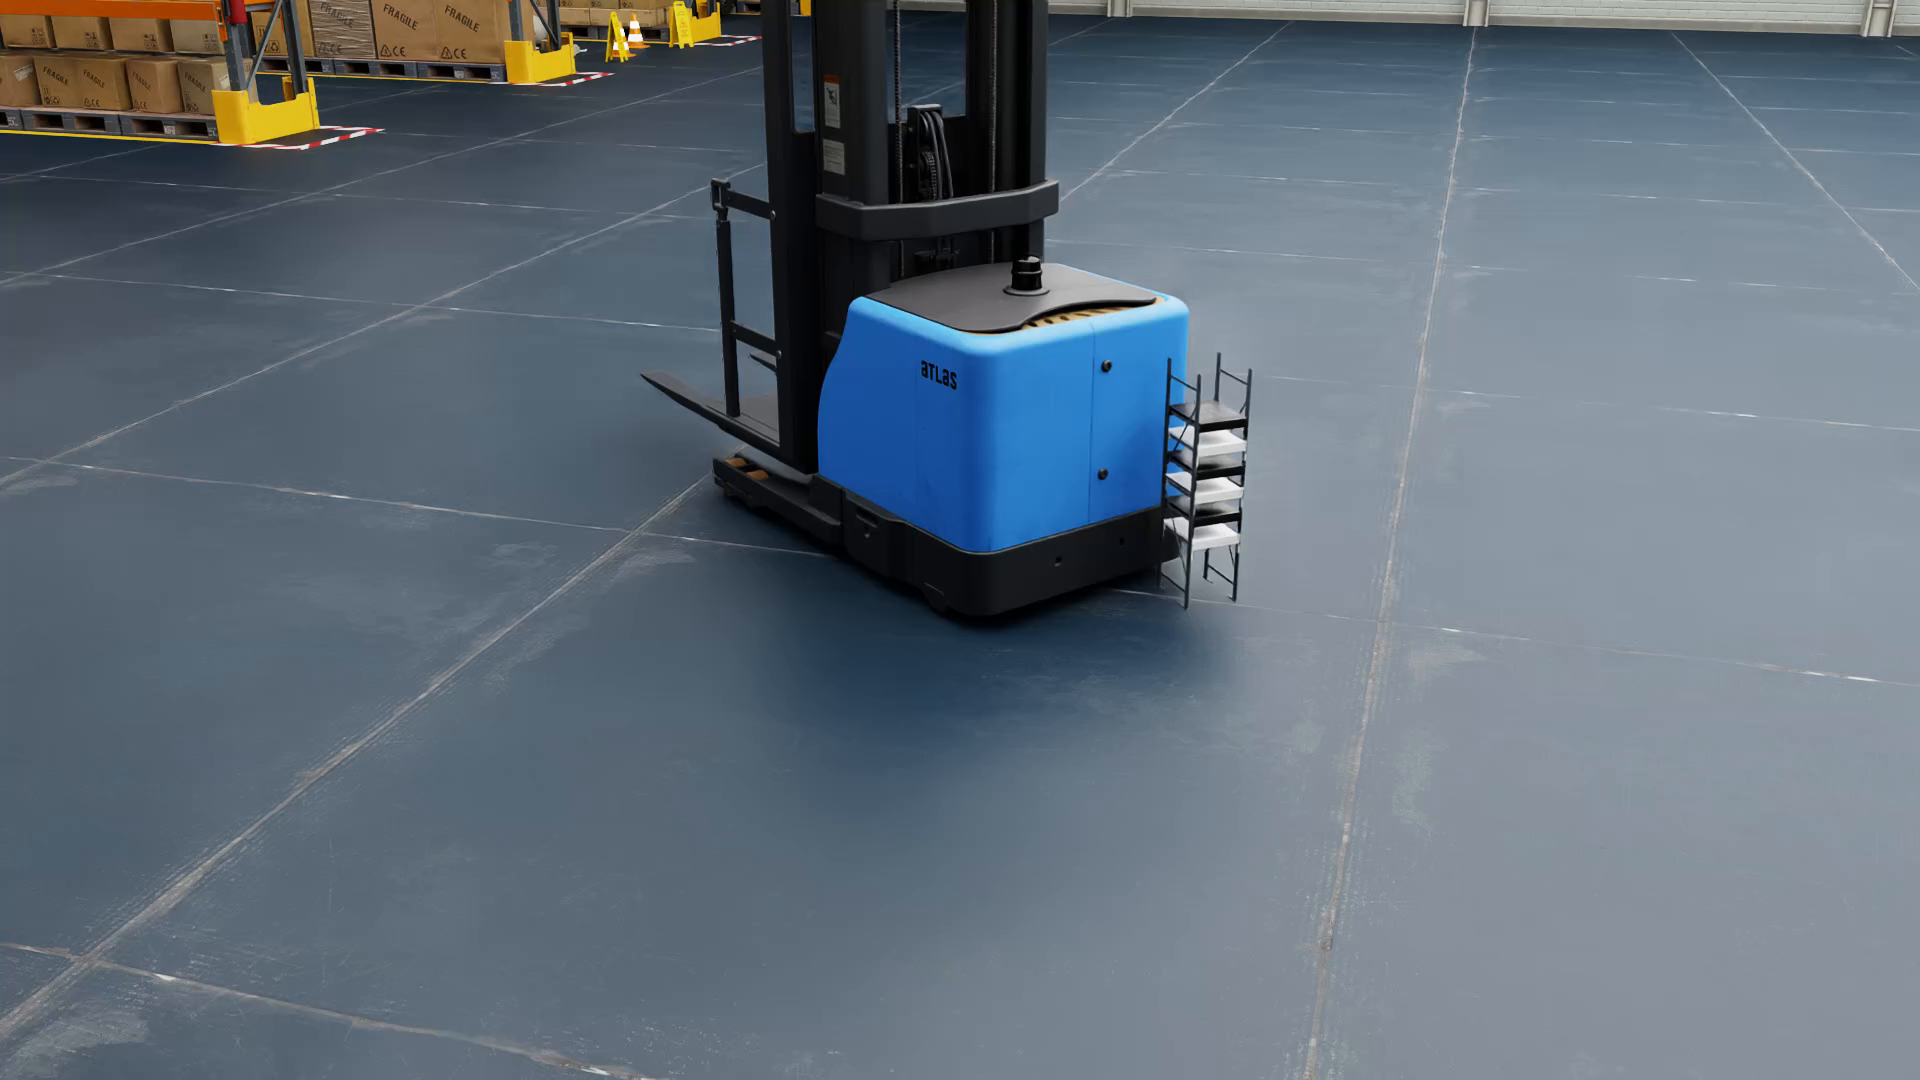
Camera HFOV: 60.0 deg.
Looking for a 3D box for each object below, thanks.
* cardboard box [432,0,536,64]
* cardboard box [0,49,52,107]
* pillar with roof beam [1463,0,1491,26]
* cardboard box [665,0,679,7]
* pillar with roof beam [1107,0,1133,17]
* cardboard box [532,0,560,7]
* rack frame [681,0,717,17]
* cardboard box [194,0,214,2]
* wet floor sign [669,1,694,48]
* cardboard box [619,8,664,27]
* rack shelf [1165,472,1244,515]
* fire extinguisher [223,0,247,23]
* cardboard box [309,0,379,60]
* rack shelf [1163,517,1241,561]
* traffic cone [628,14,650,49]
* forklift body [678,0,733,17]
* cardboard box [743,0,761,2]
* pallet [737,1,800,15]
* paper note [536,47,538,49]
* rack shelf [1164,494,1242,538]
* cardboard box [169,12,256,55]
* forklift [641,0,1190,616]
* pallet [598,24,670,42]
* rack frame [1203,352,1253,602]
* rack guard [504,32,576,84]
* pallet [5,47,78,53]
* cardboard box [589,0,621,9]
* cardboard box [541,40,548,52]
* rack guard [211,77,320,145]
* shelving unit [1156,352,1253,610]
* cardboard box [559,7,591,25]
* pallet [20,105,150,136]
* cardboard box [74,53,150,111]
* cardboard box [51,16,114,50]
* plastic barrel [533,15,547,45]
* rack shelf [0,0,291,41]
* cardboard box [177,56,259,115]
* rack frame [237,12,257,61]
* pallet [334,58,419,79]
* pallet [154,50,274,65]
[{"bbox_3d":[-5.963,-6.486,20.875,0.875,0.875,0.875,7,23,16],"label":"cardboard box"},{"bbox_3d":[-9.731,-4.791,17.237,0.500,0.500,0.500,15,27,32],"label":"cardboard box"},{"bbox_3d":[7.308,-11.137,22.063,0.400,9.000,9.100,7,23,16],"label":"pillar with roof beam"},{"bbox_3d":[-4.676,-8.494,25.606,0.500,0.500,0.500,6,23,14],"label":"cardboard box"},{"bbox_3d":[1.564,-11.795,23.667,0.400,9.000,9.100,7,23,16],"label":"pillar with roof beam"},{"bbox_3d":[-6.292,-8.466,25.539,0.500,0.500,0.500,8,24,18],"label":"cardboard box"},{"bbox_3d":[-3.961,-9.034,24.840,0.127,3.000,1.000,7,23,16],"label":"rack frame"},{"bbox_3d":[-7.156,-5.273,16.003,0.250,0.149,0.380,7,23,16],"label":"cardboard box"},{"bbox_3d":[-4.088,-7.535,24.288,0.232,0.644,0.267,16,27,34],"label":"wet floor sign"},{"bbox_3d":[-4.836,-7.949,25.266,0.500,0.250,0.500,6,23,15],"label":"cardboard box"},{"bbox_3d":[0.891,-0.183,6.118,0.200,0.077,0.258,-9,24,-20],"label":"rack shelf"},{"bbox_3d":[-6.847,-5.217,15.638,0.183,0.674,0.296,7,23,16],"label":"fire extinguisher"},{"bbox_3d":[-7.678,-6.682,21.354,0.875,0.875,0.875,7,23,16],"label":"cardboard box"},{"bbox_3d":[0.891,-0.017,6.186,0.200,0.077,0.258,-9,24,-20],"label":"rack shelf"},{"bbox_3d":[-4.745,-7.438,24.294,0.334,0.463,0.336,7,23,16],"label":"traffic cone"},{"bbox_3d":[-4.873,-9.990,28.290,1.214,2.155,2.313,7,23,16],"label":"forklift body"},{"bbox_3d":[-3.545,-9.754,29.667,0.500,0.250,0.500,7,23,15],"label":"cardboard box"},{"bbox_3d":[-3.275,-9.616,29.934,1.213,0.211,1.003,7,23,16],"label":"pallet"},{"bbox_3d":[-6.211,-7.183,24.255,0.142,0.019,0.148,16,27,34],"label":"paper note"},{"bbox_3d":[0.891,-0.100,6.152,0.200,0.077,0.258,-9,24,-20],"label":"rack shelf"},{"bbox_3d":[-9.744,-6.851,21.931,0.750,0.750,1.050,6,23,15],"label":"cardboard box"},{"bbox_3d":[-0.413,-1.584,6.769,1.130,2.935,3.031,-15,27,-33],"label":"forklift"},{"bbox_3d":[-4.801,-7.854,25.638,1.213,0.211,1.003,7,23,16],"label":"pallet"},{"bbox_3d":[0.985,-0.228,6.140,0.006,0.900,0.240,-9,24,-20],"label":"rack frame"},{"bbox_3d":[-5.271,-6.065,20.897,0.348,0.500,1.175,7,23,16],"label":"rack guard"},{"bbox_3d":[-12.220,-6.697,22.818,1.213,0.211,1.003,7,23,16],"label":"pallet"},{"bbox_3d":[-5.304,-8.352,25.260,0.500,0.500,0.500,7,23,17],"label":"cardboard box"},{"bbox_3d":[-5.799,-7.124,23.942,0.380,0.149,0.250,-20,29,-39],"label":"cardboard box"},{"bbox_3d":[-6.896,-4.285,16.557,0.348,0.500,1.175,7,23,16],"label":"rack guard"},{"bbox_3d":[0.891,-0.214,6.105,0.210,0.900,0.258,-9,24,-20],"label":"shelving unit"},{"bbox_3d":[-5.809,-8.062,25.540,0.500,0.250,0.500,6,23,14],"label":"cardboard box"},{"bbox_3d":[-8.828,-4.387,17.188,1.213,0.211,1.003,7,23,16],"label":"pallet"},{"bbox_3d":[-8.593,-4.674,16.952,0.500,0.500,0.500,9,24,20],"label":"cardboard box"},{"bbox_3d":[-11.558,-7.060,22.441,0.750,0.750,1.050,7,23,16],"label":"cardboard box"},{"bbox_3d":[-6.376,-7.518,24.540,0.512,0.421,0.421,-14,26,-30],"label":"plastic barrel"},{"bbox_3d":[-8.738,-5.319,16.733,4.000,0.370,1.077,7,23,16],"label":"rack shelf"},{"bbox_3d":[-7.417,-4.545,16.639,0.500,0.500,0.500,11,25,25],"label":"cardboard box"},{"bbox_3d":[-9.124,-7.662,21.498,0.127,3.000,1.000,7,23,16],"label":"rack frame"},{"bbox_3d":[-7.247,-6.127,21.430,1.213,0.211,1.003,7,23,15],"label":"pallet"},{"bbox_3d":[-9.884,-6.430,22.166,1.213,0.211,1.003,7,23,16],"label":"pallet"}]
